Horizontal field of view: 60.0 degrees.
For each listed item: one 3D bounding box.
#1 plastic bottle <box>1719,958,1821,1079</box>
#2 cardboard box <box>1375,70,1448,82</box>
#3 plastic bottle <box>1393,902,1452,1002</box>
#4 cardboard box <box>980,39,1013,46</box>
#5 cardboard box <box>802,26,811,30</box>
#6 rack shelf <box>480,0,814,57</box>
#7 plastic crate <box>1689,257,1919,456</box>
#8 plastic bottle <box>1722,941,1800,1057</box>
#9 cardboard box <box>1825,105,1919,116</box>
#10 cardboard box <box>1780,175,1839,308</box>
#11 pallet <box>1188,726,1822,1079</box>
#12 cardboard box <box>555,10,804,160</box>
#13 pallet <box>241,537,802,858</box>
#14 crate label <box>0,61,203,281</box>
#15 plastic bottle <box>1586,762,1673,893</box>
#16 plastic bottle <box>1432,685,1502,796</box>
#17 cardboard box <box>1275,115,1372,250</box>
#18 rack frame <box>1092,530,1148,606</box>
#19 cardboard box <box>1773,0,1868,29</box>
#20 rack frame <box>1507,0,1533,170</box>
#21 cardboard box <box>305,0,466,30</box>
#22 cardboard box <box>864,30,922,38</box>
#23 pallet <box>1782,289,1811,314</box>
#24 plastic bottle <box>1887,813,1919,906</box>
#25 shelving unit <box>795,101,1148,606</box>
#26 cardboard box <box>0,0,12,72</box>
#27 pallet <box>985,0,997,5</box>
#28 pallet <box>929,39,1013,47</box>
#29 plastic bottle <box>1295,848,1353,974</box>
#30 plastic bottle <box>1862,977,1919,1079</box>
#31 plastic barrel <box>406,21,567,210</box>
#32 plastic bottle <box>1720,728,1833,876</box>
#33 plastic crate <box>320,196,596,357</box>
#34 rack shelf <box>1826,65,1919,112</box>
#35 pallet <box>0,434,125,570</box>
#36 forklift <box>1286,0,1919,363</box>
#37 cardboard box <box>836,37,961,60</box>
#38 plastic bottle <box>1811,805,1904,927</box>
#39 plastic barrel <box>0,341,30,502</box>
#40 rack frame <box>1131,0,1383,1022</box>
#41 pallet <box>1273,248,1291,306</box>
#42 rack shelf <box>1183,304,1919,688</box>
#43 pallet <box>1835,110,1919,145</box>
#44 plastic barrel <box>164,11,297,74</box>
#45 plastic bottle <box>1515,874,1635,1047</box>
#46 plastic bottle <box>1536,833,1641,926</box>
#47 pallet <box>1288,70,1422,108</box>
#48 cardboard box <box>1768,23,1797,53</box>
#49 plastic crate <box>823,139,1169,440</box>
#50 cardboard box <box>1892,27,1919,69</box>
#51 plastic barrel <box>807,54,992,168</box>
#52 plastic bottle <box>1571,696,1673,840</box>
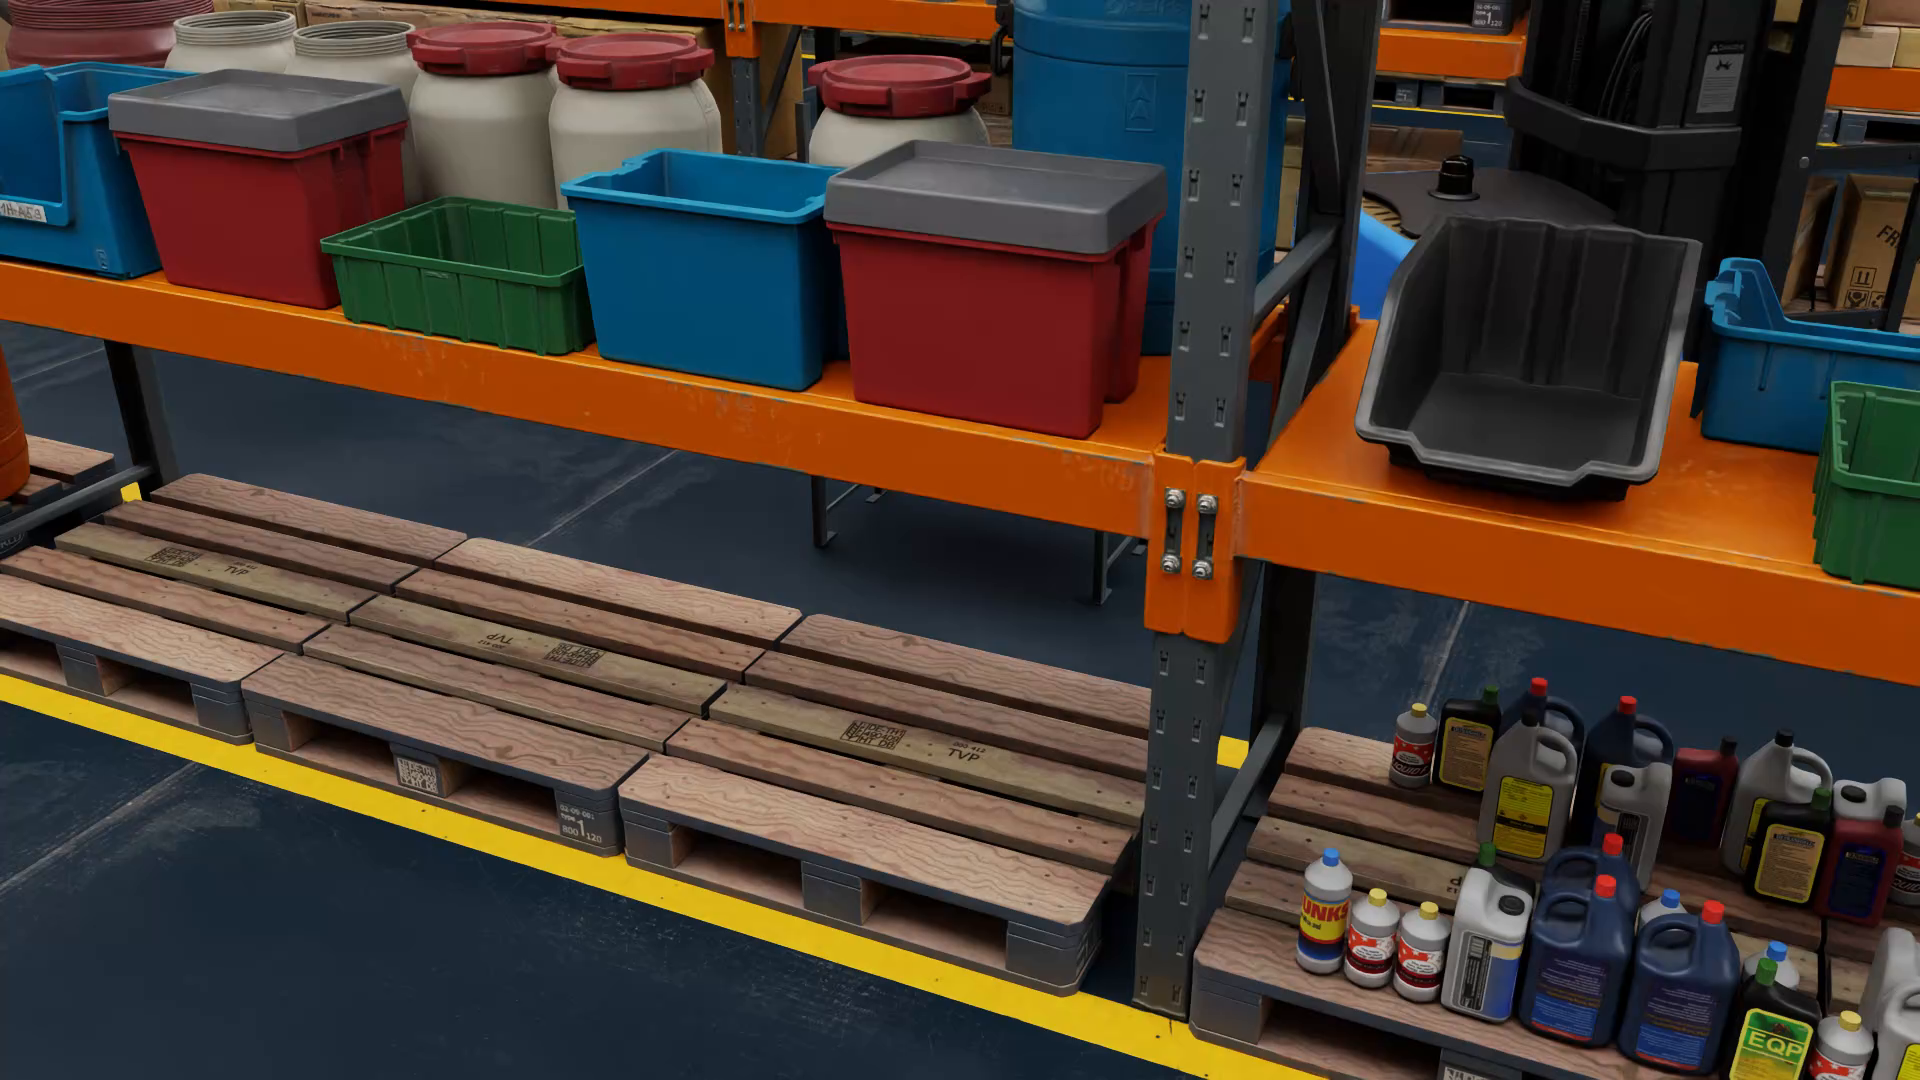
[{"bbox_3d":[1.509,0.909,3.086,0.133,0.283,0.061,13,29,24],"label":"plastic bottle"},{"bbox_3d":[3.358,-3.910,12.368,0.750,0.750,1.050,11,28,22],"label":"cardboard box"},{"bbox_3d":[0.935,0.821,3.356,0.097,0.201,0.097,0,26,0],"label":"plastic bottle"},{"bbox_3d":[0.488,-4.290,13.421,0.500,0.500,0.500,11,28,22],"label":"cardboard box"},{"bbox_3d":[-1.401,-4.668,14.190,0.500,0.500,0.500,13,29,24],"label":"cardboard box"},{"bbox_3d":[-2.770,-3.274,9.819,4.000,0.370,1.077,11,28,22],"label":"rack shelf"},{"bbox_3d":[1.761,-0.349,3.231,0.616,0.251,0.499,11,28,22],"label":"plastic crate"},{"bbox_3d":[1.526,0.879,3.160,0.097,0.271,0.097,0,26,0],"label":"plastic bottle"},{"bbox_3d":[6.202,-3.405,11.200,0.875,0.875,0.875,12,28,22],"label":"cardboard box"},{"bbox_3d":[3.564,-1.376,7.504,0.500,0.500,0.500,22,34,38],"label":"cardboard box"},{"bbox_3d":[1.236,0.882,3.720,1.213,0.211,1.003,11,28,22],"label":"pallet"},{"bbox_3d":[-1.569,-2.601,9.567,0.875,0.875,1.225,10,28,19],"label":"cardboard box"},{"bbox_3d":[-1.204,0.392,4.715,1.213,0.211,1.003,11,28,22],"label":"pallet"},{"bbox_3d":[-2.207,-0.965,4.275,0.616,0.435,0.502,11,28,22],"label":"crate label"},{"bbox_3d":[1.483,0.617,3.686,0.135,0.276,0.152,11,28,22],"label":"plastic bottle"},{"bbox_3d":[1.216,0.468,3.981,0.133,0.283,0.061,13,29,24],"label":"plastic bottle"},{"bbox_3d":[1.715,-1.792,8.325,0.500,0.500,0.700,11,28,21],"label":"cardboard box"},{"bbox_3d":[0.540,-0.564,5.198,0.032,1.500,0.500,11,28,22],"label":"rack frame"},{"bbox_3d":[3.516,-2.466,6.912,0.500,0.500,0.875,11,28,22],"label":"cardboard box"},{"bbox_3d":[2.692,-2.500,7.432,0.127,3.000,1.000,11,28,22],"label":"rack frame"},{"bbox_3d":[-3.186,-2.926,10.227,0.875,0.875,1.225,10,28,20],"label":"cardboard box"},{"bbox_3d":[-0.471,-4.476,13.800,0.500,0.500,0.500,10,28,20],"label":"cardboard box"},{"bbox_3d":[3.318,-1.140,7.828,1.213,0.211,1.003,11,28,22],"label":"pallet"},{"bbox_3d":[2.081,0.687,3.628,0.097,0.201,0.097,0,26,0],"label":"plastic bottle"},{"bbox_3d":[0.078,-0.657,5.387,1.048,1.500,0.538,11,28,22],"label":"shelving unit"},{"bbox_3d":[-5.978,-3.515,11.424,0.875,0.875,0.875,11,28,22],"label":"cardboard box"},{"bbox_3d":[0.869,-2.800,8.258,1.213,0.211,1.003,11,28,22],"label":"pallet"},{"bbox_3d":[0.485,-4.100,13.838,1.213,0.211,1.003,11,28,22],"label":"pallet"},{"bbox_3d":[0.750,0.753,3.416,0.097,0.271,0.097,0,26,0],"label":"plastic bottle"},{"bbox_3d":[1.763,0.909,3.008,0.185,0.351,0.144,11,28,21],"label":"plastic bottle"},{"bbox_3d":[-1.200,-1.046,4.325,0.433,0.535,0.433,0,26,0],"label":"plastic barrel"},{"bbox_3d":[1.816,0.578,3.680,0.185,0.351,0.144,11,28,21],"label":"plastic bottle"},{"bbox_3d":[-1.061,-0.618,3.850,0.662,0.188,0.450,11,28,22],"label":"plastic crate"},{"bbox_3d":[4.512,-1.812,6.848,4.000,0.370,1.077,11,28,22],"label":"rack shelf"},{"bbox_3d":[-3.735,-0.116,5.747,1.213,0.211,1.003,11,28,22],"label":"pallet"},{"bbox_3d":[2.761,-1.578,5.636,3.031,2.935,1.130,-5,27,-10],"label":"forklift"},{"bbox_3d":[-0.327,-2.533,8.983,0.500,0.250,0.500,13,29,24],"label":"cardboard box"},{"bbox_3d":[1.918,0.683,3.544,0.133,0.283,0.061,11,28,22],"label":"plastic bottle"},{"bbox_3d":[-3.452,-0.537,5.427,0.708,0.830,0.600,11,28,22],"label":"plastic barrel"},{"bbox_3d":[0.641,-0.509,3.387,0.127,3.000,1.000,11,28,22],"label":"rack frame"},{"bbox_3d":[1.982,-1.391,8.336,1.213,0.211,1.003,11,28,22],"label":"pallet"},{"bbox_3d":[2.462,0.180,2.803,4.000,0.370,1.077,11,28,22],"label":"rack shelf"},{"bbox_3d":[6.611,-2.832,11.263,1.213,0.211,1.003,11,28,22],"label":"pallet"},{"bbox_3d":[-1.975,-1.188,4.640,0.421,0.512,0.421,0,26,0],"label":"plastic barrel"},{"bbox_3d":[1.204,0.797,3.236,0.185,0.351,0.144,12,29,23],"label":"plastic bottle"},{"bbox_3d":[1.264,0.739,3.354,0.185,0.351,0.144,11,28,22],"label":"plastic bottle"},{"bbox_3d":[2.989,-3.558,12.738,1.213,0.211,1.003,11,28,22],"label":"pallet"},{"bbox_3d":[3.456,-2.100,6.903,0.250,0.149,0.380,11,28,22],"label":"cardboard box"},{"bbox_3d":[0.074,-0.503,3.303,0.583,0.464,0.402,11,28,22],"label":"plastic crate"},{"bbox_3d":[3.911,-2.008,6.718,0.250,0.149,0.380,11,28,22],"label":"cardboard box"},{"bbox_3d":[-0.139,-0.833,3.891,0.433,0.535,0.433,0,26,0],"label":"plastic barrel"},{"bbox_3d":[1.522,0.519,3.800,0.185,0.351,0.144,10,28,19],"label":"plastic bottle"}]
